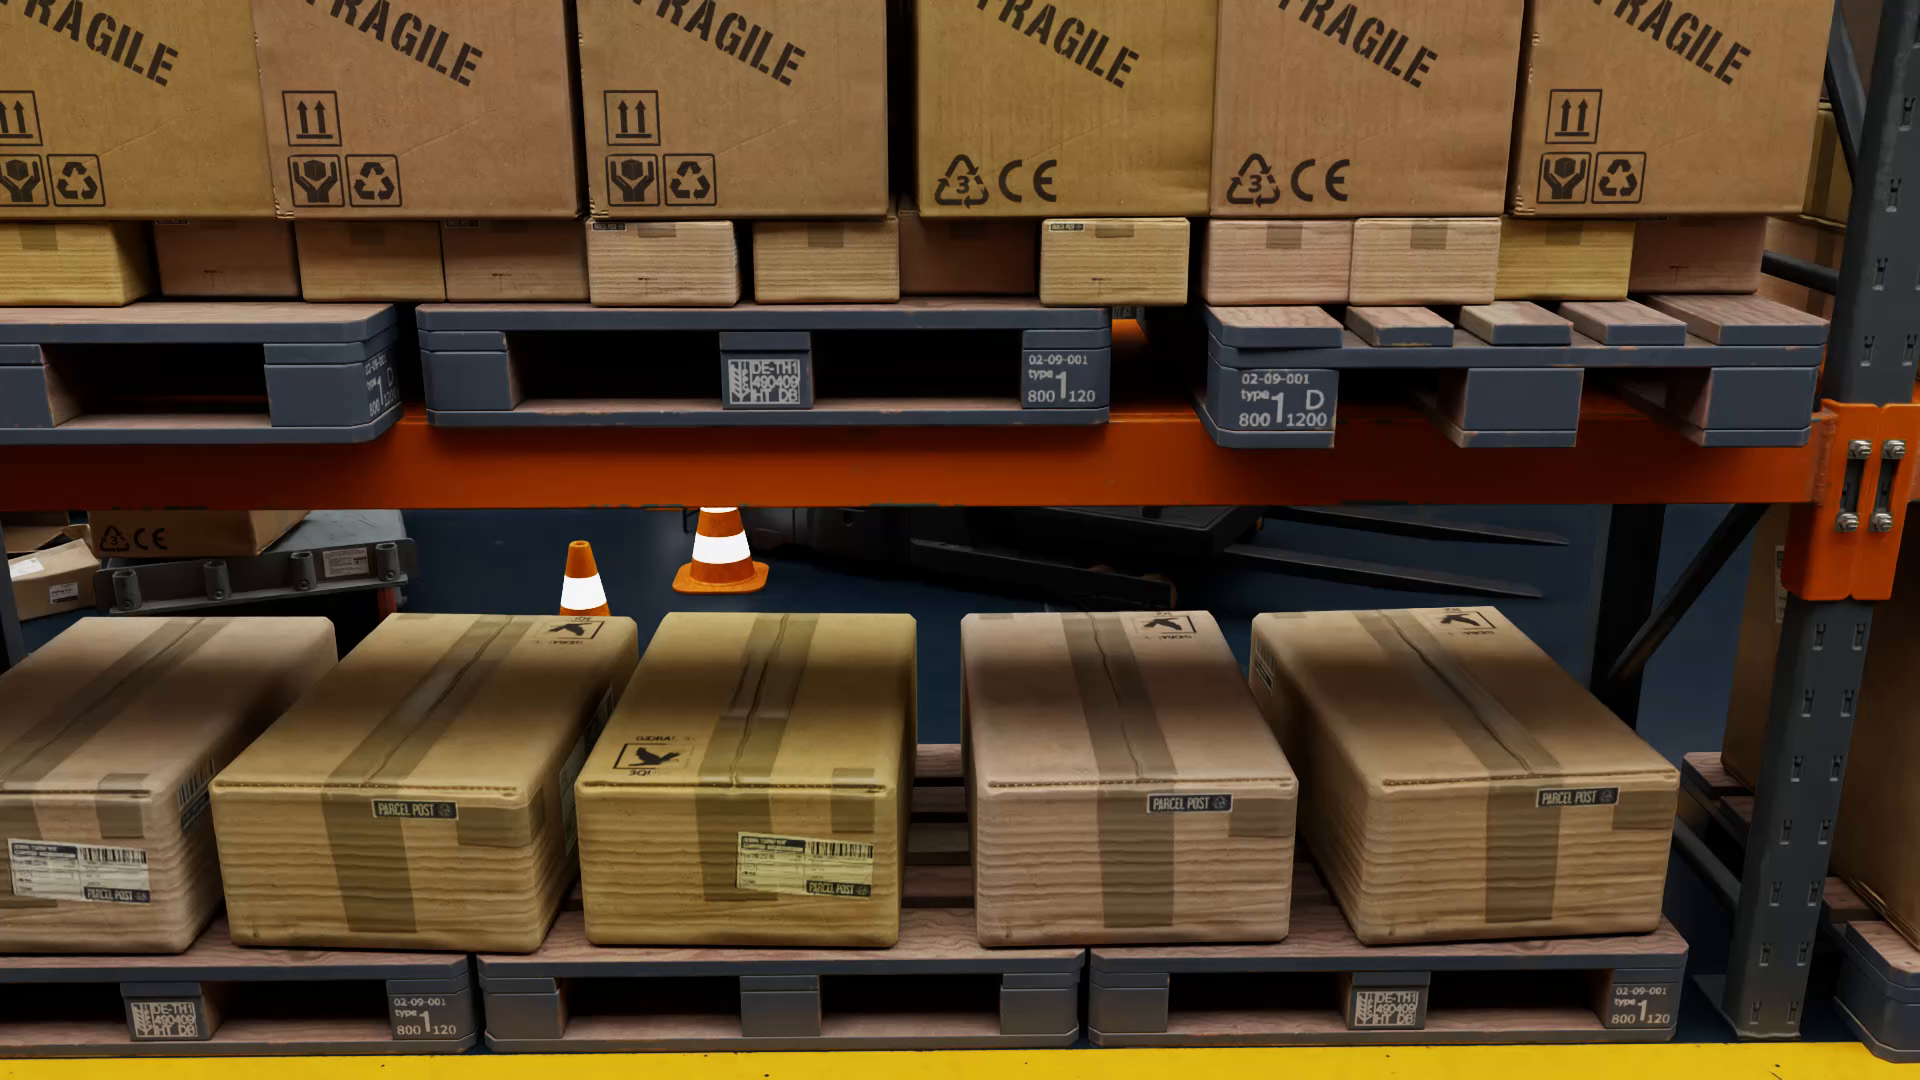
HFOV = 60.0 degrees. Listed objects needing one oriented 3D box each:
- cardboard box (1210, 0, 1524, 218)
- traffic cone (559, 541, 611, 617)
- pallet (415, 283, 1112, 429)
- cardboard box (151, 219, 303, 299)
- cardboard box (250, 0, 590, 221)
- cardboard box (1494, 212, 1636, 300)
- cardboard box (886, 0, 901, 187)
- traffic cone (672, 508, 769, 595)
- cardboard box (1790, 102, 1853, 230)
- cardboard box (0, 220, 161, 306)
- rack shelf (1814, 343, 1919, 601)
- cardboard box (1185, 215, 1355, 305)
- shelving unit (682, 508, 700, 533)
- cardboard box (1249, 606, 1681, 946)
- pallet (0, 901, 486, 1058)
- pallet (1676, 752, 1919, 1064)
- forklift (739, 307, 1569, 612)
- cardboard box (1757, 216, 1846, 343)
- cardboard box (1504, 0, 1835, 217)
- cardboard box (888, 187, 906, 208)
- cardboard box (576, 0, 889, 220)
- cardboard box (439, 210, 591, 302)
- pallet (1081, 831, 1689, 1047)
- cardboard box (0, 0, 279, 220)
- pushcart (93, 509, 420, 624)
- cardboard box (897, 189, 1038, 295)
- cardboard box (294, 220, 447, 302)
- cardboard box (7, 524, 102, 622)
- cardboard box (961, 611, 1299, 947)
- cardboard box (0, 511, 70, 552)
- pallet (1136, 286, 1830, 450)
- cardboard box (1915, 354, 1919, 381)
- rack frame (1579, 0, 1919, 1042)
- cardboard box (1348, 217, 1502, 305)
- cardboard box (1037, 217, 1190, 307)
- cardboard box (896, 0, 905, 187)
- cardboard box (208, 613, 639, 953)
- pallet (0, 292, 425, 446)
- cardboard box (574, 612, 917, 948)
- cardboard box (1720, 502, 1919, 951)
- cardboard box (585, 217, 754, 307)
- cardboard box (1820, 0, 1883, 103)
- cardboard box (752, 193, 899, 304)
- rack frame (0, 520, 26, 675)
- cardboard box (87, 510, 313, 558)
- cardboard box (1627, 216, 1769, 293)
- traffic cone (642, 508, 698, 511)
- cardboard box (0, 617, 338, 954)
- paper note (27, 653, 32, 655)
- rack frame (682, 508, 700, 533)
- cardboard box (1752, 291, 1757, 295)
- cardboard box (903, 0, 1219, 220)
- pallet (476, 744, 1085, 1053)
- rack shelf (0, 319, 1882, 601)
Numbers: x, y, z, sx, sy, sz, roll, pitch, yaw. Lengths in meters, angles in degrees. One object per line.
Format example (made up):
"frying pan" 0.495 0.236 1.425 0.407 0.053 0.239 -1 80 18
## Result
"cardboard box" 0.666 -0.859 2.977 0.500 0.500 0.500 -1 18 -2
"traffic cone" -1.148 0.231 5.070 0.334 0.463 0.336 0 18 -1
"pallet" -0.345 -0.449 3.352 1.213 0.211 1.003 0 18 -1
"cardboard box" -1.277 -0.553 3.086 0.250 0.149 0.380 1 18 3
"cardboard box" -0.898 -0.848 2.943 0.500 0.500 0.500 0 18 -1
"cardboard box" 1.042 -0.546 3.064 0.250 0.149 0.380 0 18 0
"cardboard box" -0.372 -1.011 3.451 0.500 0.500 0.500 -1 18 -3
"traffic cone" -0.874 -0.076 6.027 0.334 0.463 0.336 0 18 -1
"cardboard box" 2.114 -0.809 3.587 0.500 0.250 0.500 0 18 -1
"cardboard box" -1.559 -0.529 3.008 0.250 0.149 0.380 0 18 0
"rack shelf" 3.633 -0.230 3.531 4.000 0.370 1.077 0 18 -1
"cardboard box" 0.539 -0.533 3.021 0.250 0.149 0.380 -1 18 -3
"shelving unit" -0.963 -0.478 6.564 0.210 0.900 0.258 7 19 20
"cardboard box" 1.068 0.488 3.730 0.625 0.372 0.950 -1 18 -5
"pallet" -1.588 0.780 3.770 1.213 0.211 1.003 0 18 -1
"pallet" 2.423 0.784 3.758 1.213 0.211 1.003 0 18 -1
"forklift" 0.629 -1.299 5.798 3.031 2.935 1.130 9 20 25
"cardboard box" 2.135 -0.573 3.669 0.500 0.250 0.500 -1 18 -3
"cardboard box" 1.183 -0.865 2.995 0.500 0.500 0.500 -1 18 -2
"cardboard box" -0.049 -0.687 3.502 0.250 0.149 0.380 0 18 1
"cardboard box" -0.384 -0.854 2.961 0.500 0.500 0.500 -1 18 -3
"cardboard box" -0.772 -0.542 3.051 0.250 0.149 0.380 0 18 0
"pallet" 0.852 0.768 3.807 1.213 0.211 1.003 0 18 -1
"cardboard box" -1.392 -0.850 2.949 0.500 0.500 0.500 0 18 -1
"pushcart" -2.452 0.009 5.902 0.936 0.377 1.648 -7 19 -20
"cardboard box" 0.011 -0.564 3.120 0.250 0.149 0.380 0 18 0
"cardboard box" -1.019 -0.542 3.050 0.250 0.149 0.380 0 18 0
"cardboard box" -3.215 0.107 5.780 0.396 0.266 0.258 -15 23 -39
"cardboard box" 0.330 0.494 3.711 0.625 0.372 0.950 -1 18 -2
"cardboard box" -3.715 -0.189 6.091 0.503 0.637 0.797 0 18 -1
"pallet" 0.922 -0.436 3.309 1.003 0.211 1.213 0 18 -1
"cardboard box" 2.127 -0.417 3.182 0.500 0.250 0.500 -1 18 -2
"rack frame" 1.633 -0.563 3.391 0.127 3.000 1.000 0 18 -1
"cardboard box" 0.791 -0.531 3.017 0.250 0.149 0.380 0 18 -1
"cardboard box" 0.264 -0.527 3.004 0.250 0.149 0.380 0 18 0
"cardboard box" 0.128 -1.011 3.451 0.500 0.500 0.500 0 18 0
"cardboard box" -1.123 0.500 3.693 0.625 0.372 0.950 1 18 3
"pallet" -1.600 -0.411 3.234 1.213 0.211 1.003 0 18 -1
"cardboard box" -0.428 0.496 3.705 0.625 0.372 0.950 0 18 1
"cardboard box" 2.325 0.271 3.583 0.875 0.875 0.875 0 18 -1
"cardboard box" -0.505 -0.528 3.006 0.250 0.149 0.380 0 18 1
"cardboard box" 2.146 -1.169 3.480 0.500 0.500 0.500 -1 18 -2
"cardboard box" -0.239 -0.538 3.038 0.250 0.149 0.380 -1 18 -3
"rack frame" -2.366 -0.544 3.331 0.127 3.000 1.000 0 18 -1
"cardboard box" -2.424 -0.257 5.292 0.500 0.500 0.500 0 18 -1
"cardboard box" 1.309 -0.570 3.137 0.250 0.149 0.380 0 18 1
"traffic cone" -1.181 -0.392 7.013 0.334 0.463 0.336 0 18 -1
"cardboard box" -1.842 0.504 3.679 0.625 0.372 0.950 0 18 0
"paper note" -2.923 0.352 5.401 0.142 0.019 0.148 0 18 -1
"rack frame" -1.058 -0.490 6.598 0.006 0.900 0.240 7 19 20
"cardboard box" 3.692 -1.019 8.219 0.500 0.500 0.500 -1 18 -2
"cardboard box" 0.162 -0.856 2.968 0.500 0.500 0.500 -1 18 -5
"pallet" -0.365 0.773 3.792 1.213 0.211 1.003 0 18 -1
"rack shelf" -0.366 -0.211 3.471 4.000 0.370 1.077 0 18 -1
